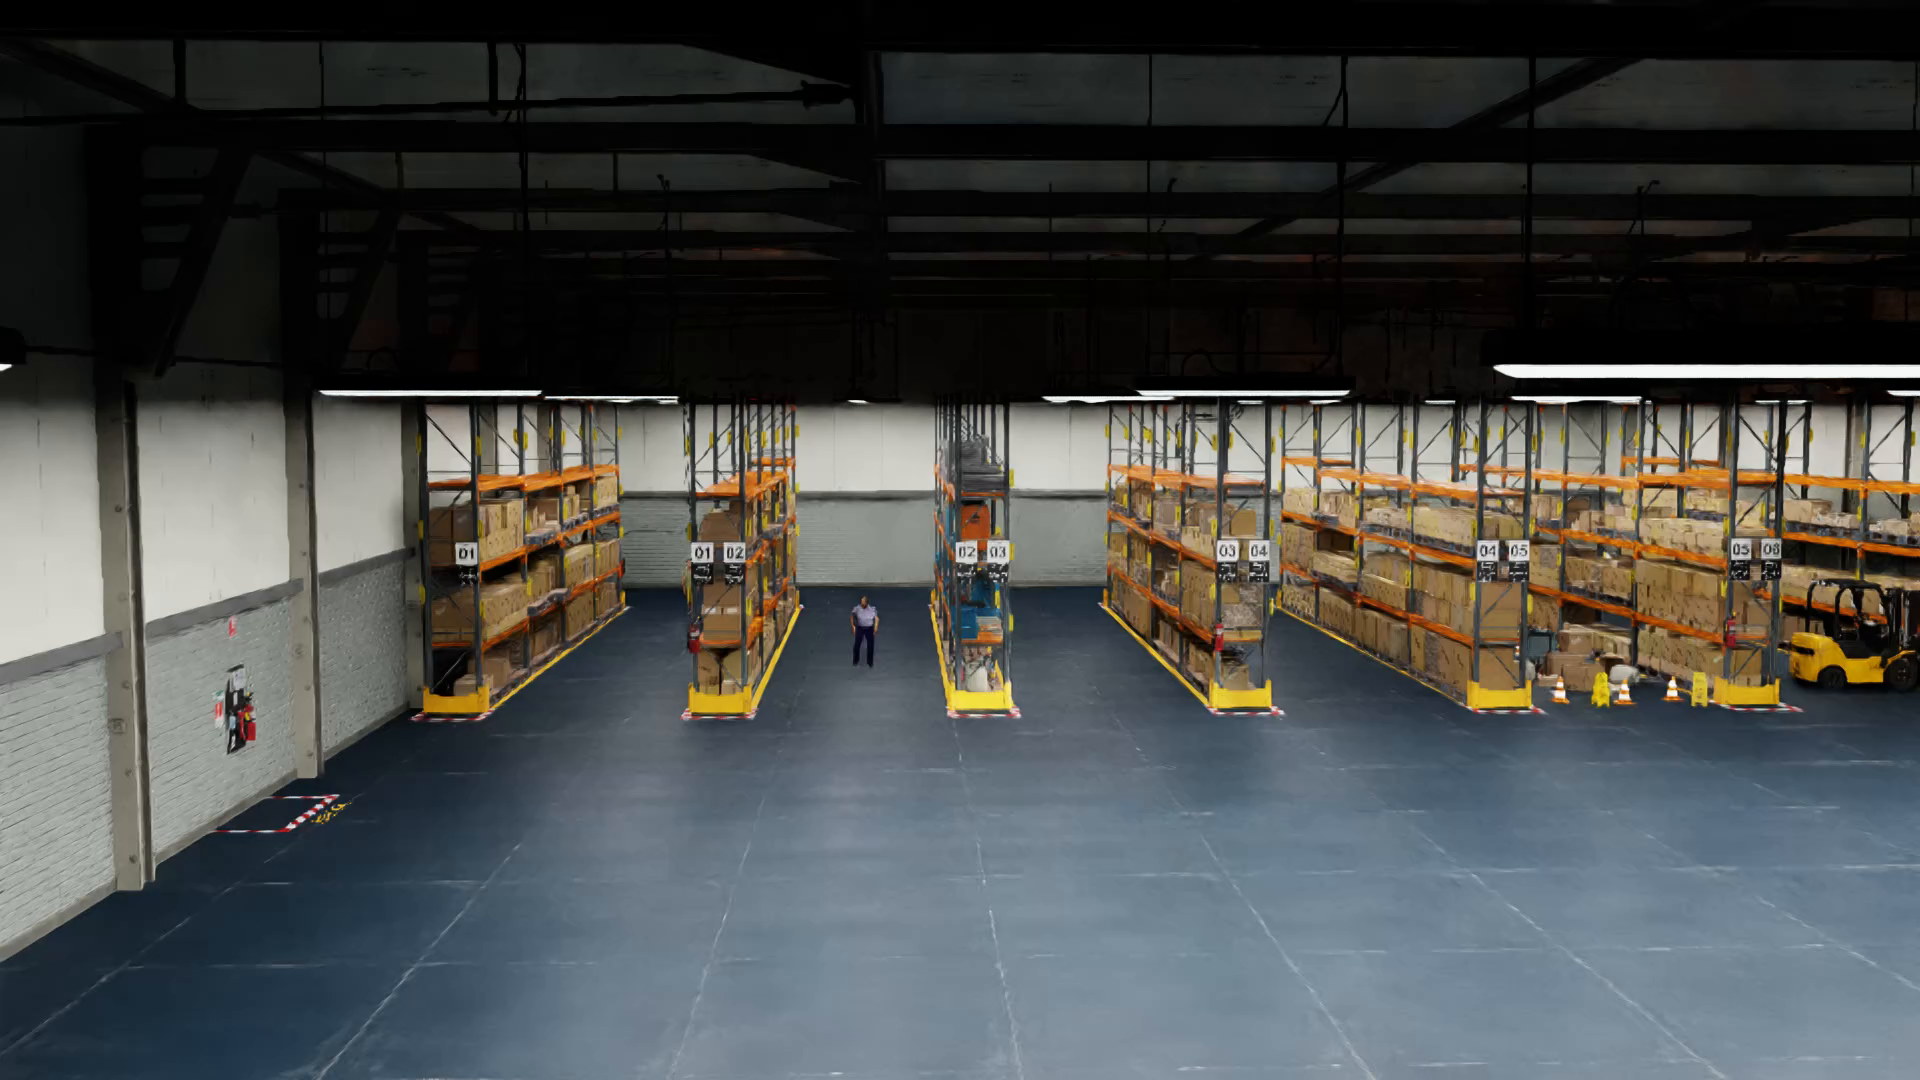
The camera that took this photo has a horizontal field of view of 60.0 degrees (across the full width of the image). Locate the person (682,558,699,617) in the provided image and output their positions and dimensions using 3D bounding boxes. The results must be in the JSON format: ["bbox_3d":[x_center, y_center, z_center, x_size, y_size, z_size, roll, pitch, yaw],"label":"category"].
[{"bbox_3d":[-7.358,1.285,45.302,0.448,1.590,1.110,0,5,0],"label":"person"}]

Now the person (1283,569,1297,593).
[{"bbox_3d":[9.763,0.974,49.007,0.609,1.661,0.507,-4,6,-37],"label":"person"}]

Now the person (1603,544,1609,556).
[{"bbox_3d":[19.070,0.928,49.330,0.376,1.671,0.566,-3,5,-30],"label":"person"}]

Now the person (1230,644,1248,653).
[{"bbox_3d":[6.500,1.721,38.768,0.429,1.766,0.648,-2,5,-23],"label":"person"}]

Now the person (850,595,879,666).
[{"bbox_3d":[-2.108,1.996,36.696,0.625,1.596,0.503,0,5,-4],"label":"person"}]
